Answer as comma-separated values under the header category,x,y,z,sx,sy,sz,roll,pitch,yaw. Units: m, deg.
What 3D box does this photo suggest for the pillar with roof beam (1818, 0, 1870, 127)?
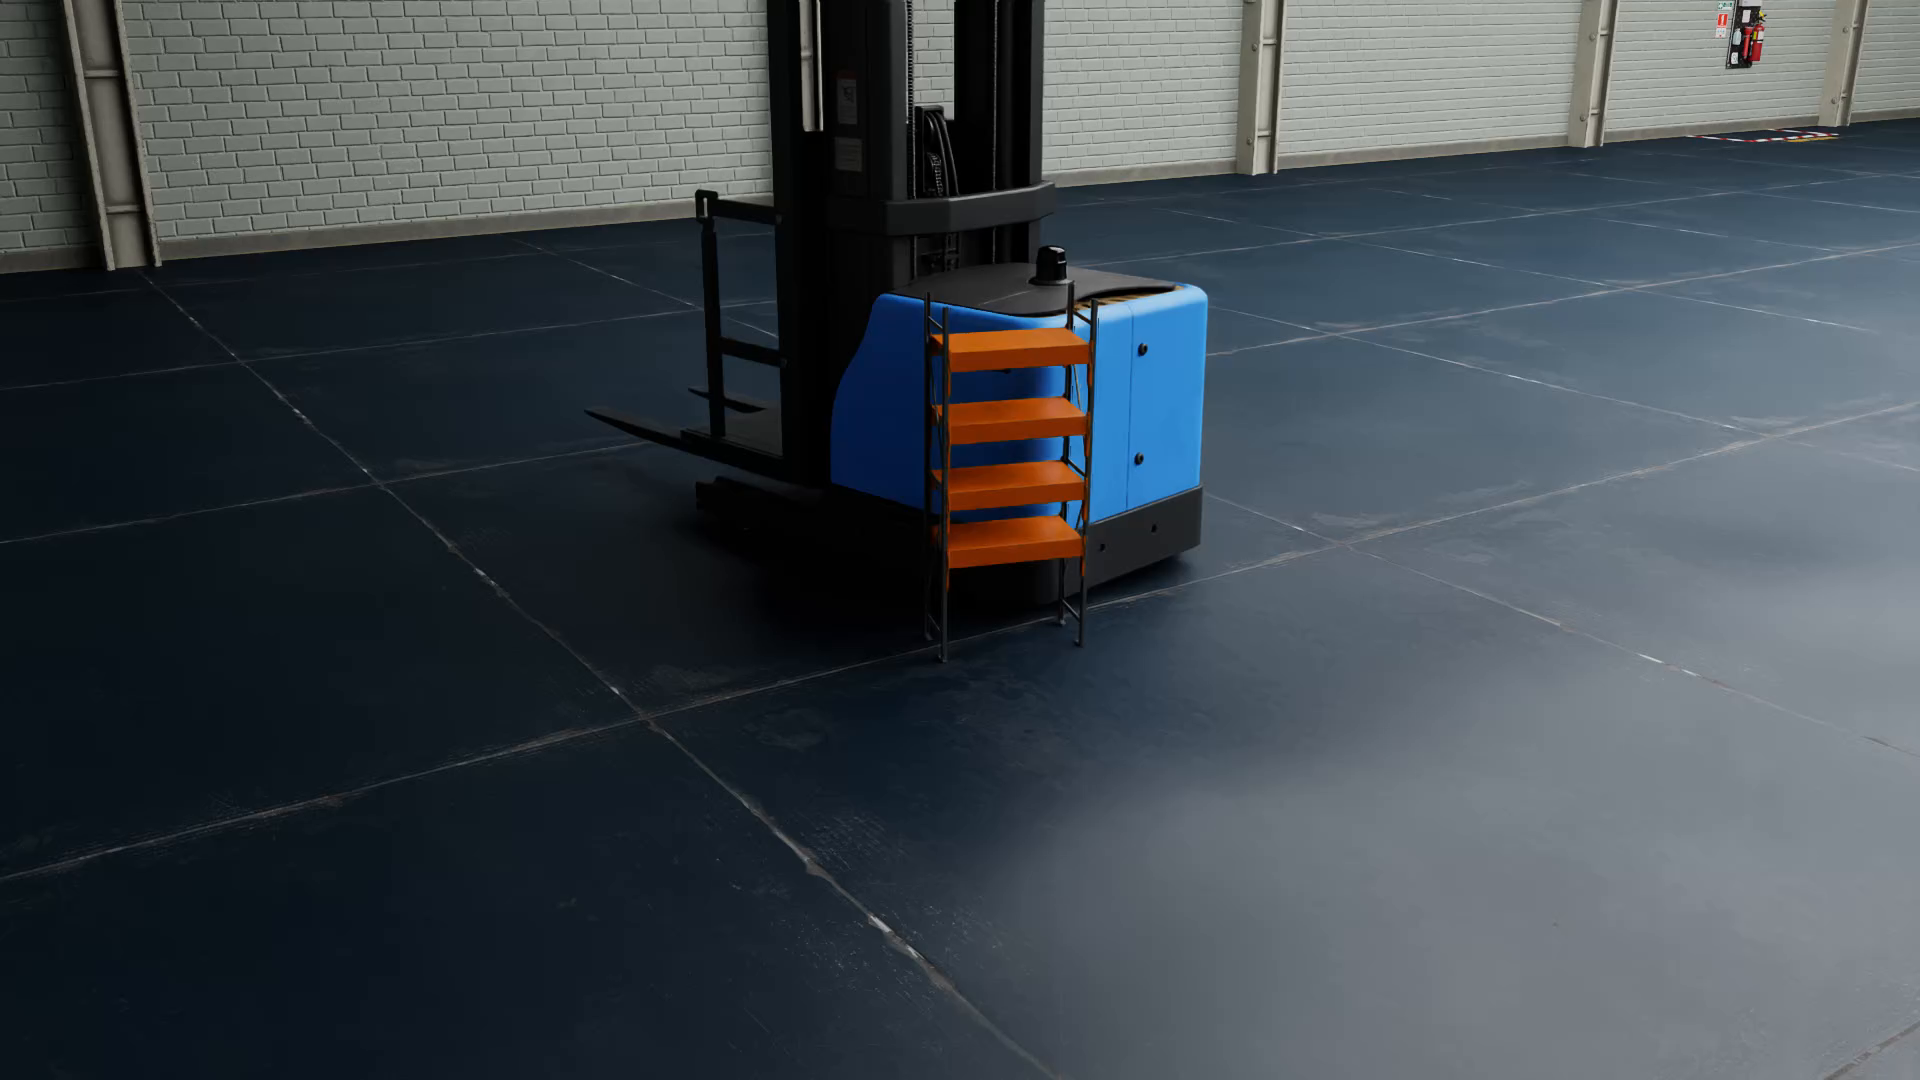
category,x,y,z,sx,sy,sz,roll,pitch,yaw
pillar with roof beam,15.846,-9.515,20.839,0.400,9.000,9.100,-12,22,-31

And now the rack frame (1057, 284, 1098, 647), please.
category,x,y,z,sx,sy,sz,roll,pitch,yaw
rack frame,0.390,-0.237,5.559,0.015,1.200,0.240,-5,21,-15

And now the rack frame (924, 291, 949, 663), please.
category,x,y,z,sx,sy,sz,roll,pitch,yaw
rack frame,-0.079,-0.194,5.431,0.015,1.200,0.240,-5,21,-15

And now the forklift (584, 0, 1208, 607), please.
category,x,y,z,sx,sy,sz,roll,pitch,yaw
forklift,-0.468,-1.534,6.706,3.031,2.935,1.130,17,25,41

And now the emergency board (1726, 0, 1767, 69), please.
category,x,y,z,sx,sy,sz,roll,pitch,yaw
emergency board,11.393,-7.400,23.949,0.643,1.169,0.194,-12,22,-31

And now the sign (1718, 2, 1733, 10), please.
category,x,y,z,sx,sy,sz,roll,pitch,yaw
sign,10.884,-7.596,23.647,0.331,0.109,0.001,-12,22,-31

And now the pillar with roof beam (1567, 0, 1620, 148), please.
category,x,y,z,sx,sy,sz,roll,pitch,yaw
pillar with roof beam,10.835,-8.458,17.713,0.400,9.000,9.100,-12,22,-31

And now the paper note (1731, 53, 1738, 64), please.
category,x,y,z,sx,sy,sz,roll,pitch,yaw
paper note,11.208,-6.970,24.052,0.142,0.148,0.016,-12,22,-31

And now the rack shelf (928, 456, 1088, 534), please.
category,x,y,z,sx,sy,sz,roll,pitch,yaw
rack shelf,0.155,-0.152,5.518,0.480,0.148,0.258,-5,21,-15

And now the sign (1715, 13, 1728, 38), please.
category,x,y,z,sx,sy,sz,roll,pitch,yaw
sign,10.875,-7.347,23.737,0.234,0.329,0.001,-12,22,-31

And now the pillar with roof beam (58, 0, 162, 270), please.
category,x,y,z,sx,sy,sz,roll,pitch,yaw
pillar with roof beam,-4.198,-5.288,8.335,0.400,9.000,9.100,-12,22,-31

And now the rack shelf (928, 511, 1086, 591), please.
category,x,y,z,sx,sy,sz,roll,pitch,yaw
rack shelf,0.153,0.033,5.588,0.480,0.148,0.258,-5,21,-15

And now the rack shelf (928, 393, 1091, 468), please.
category,x,y,z,sx,sy,sz,roll,pitch,yaw
rack shelf,0.157,-0.362,5.440,0.480,0.148,0.258,-5,21,-15

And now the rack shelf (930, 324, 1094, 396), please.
category,x,y,z,sx,sy,sz,roll,pitch,yaw
rack shelf,0.159,-0.583,5.357,0.480,0.148,0.258,-5,21,-15

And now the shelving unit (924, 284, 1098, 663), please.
category,x,y,z,sx,sy,sz,roll,pitch,yaw
shelving unit,0.156,-0.215,5.495,0.503,1.200,0.258,-5,21,-15

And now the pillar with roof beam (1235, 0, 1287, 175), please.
category,x,y,z,sx,sy,sz,roll,pitch,yaw
pillar with roof beam,5.824,-7.401,14.587,0.400,9.000,9.100,-12,22,-31

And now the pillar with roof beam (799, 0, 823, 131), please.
category,x,y,z,sx,sy,sz,roll,pitch,yaw
pillar with roof beam,0.813,-6.345,11.461,0.400,9.000,9.100,-12,22,-31
